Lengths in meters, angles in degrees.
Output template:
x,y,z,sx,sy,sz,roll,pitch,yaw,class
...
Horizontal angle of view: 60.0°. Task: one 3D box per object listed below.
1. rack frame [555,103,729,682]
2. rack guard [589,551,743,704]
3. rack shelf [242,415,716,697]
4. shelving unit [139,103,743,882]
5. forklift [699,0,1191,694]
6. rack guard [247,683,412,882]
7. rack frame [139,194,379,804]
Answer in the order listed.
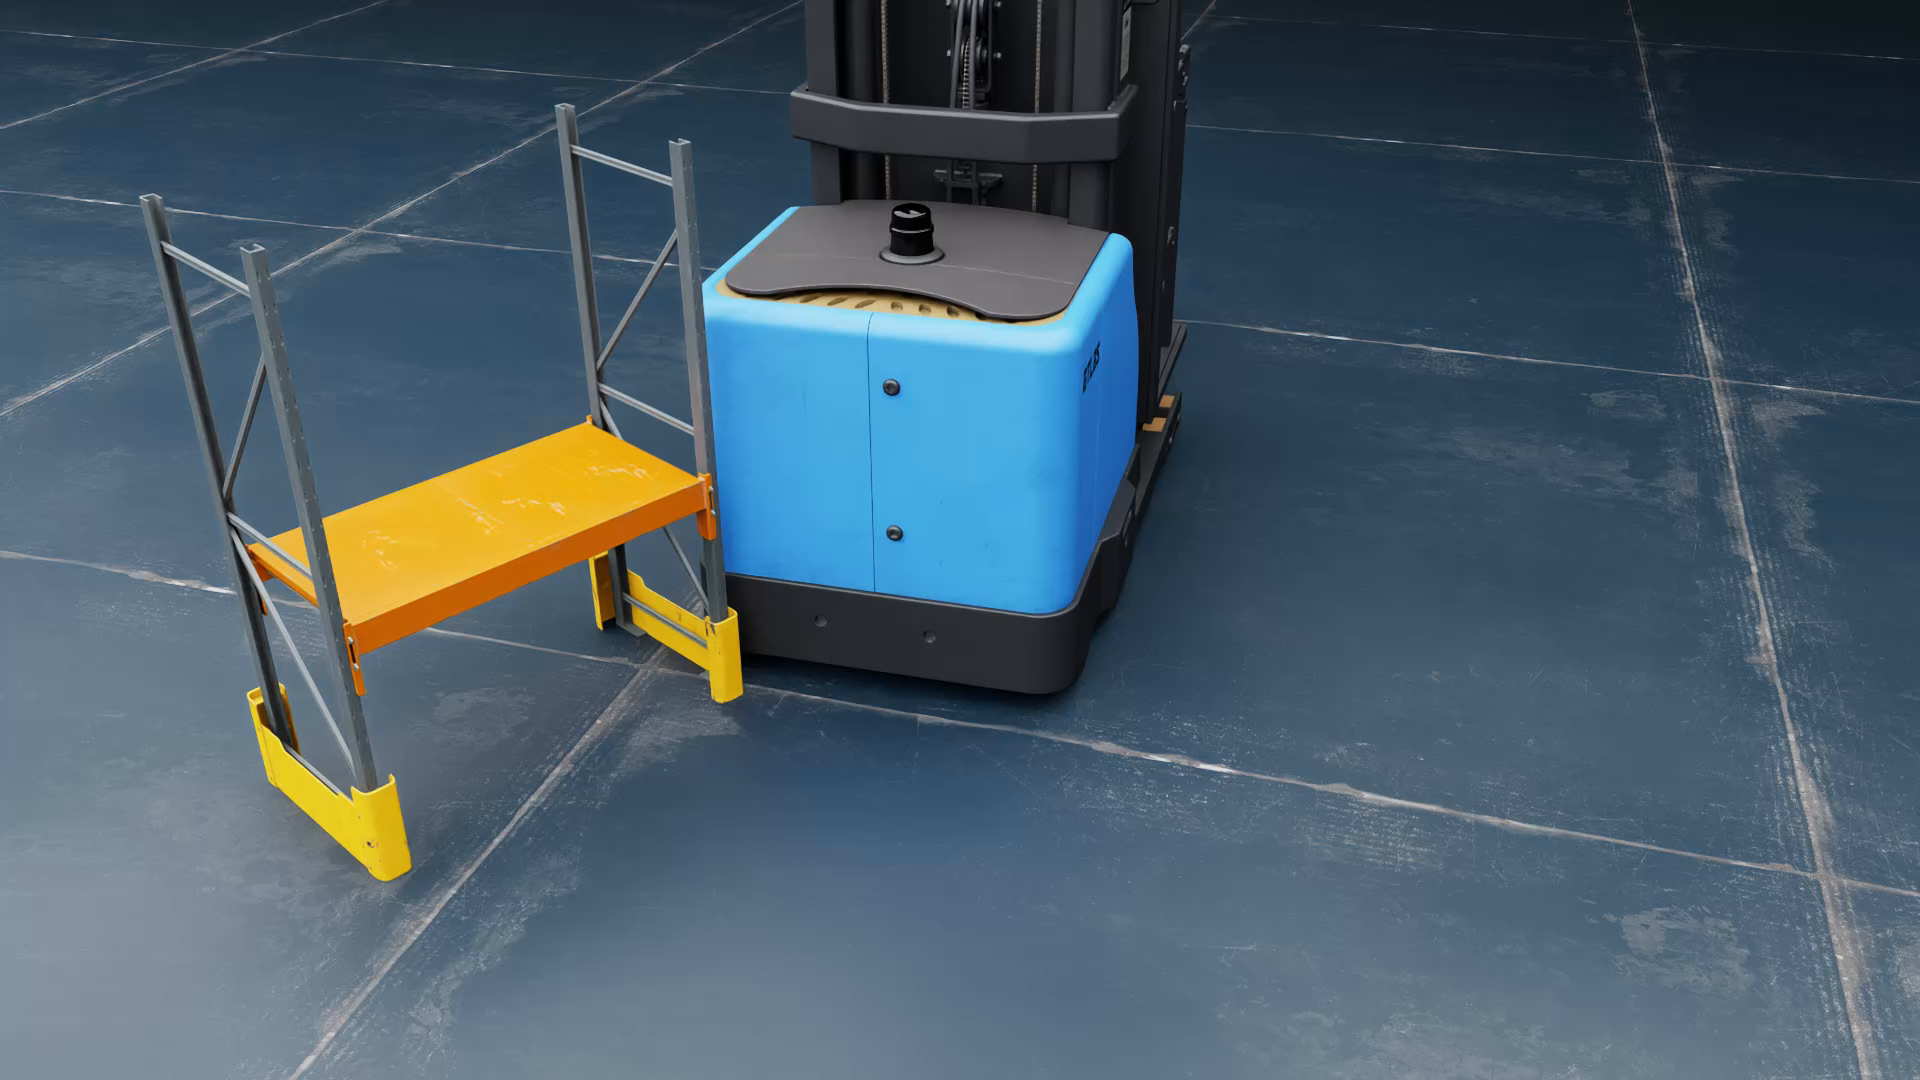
x,y,z,sx,sy,sz,roll,pitch,yaw,class
-0.805,-0.333,4.305,0.500,1.500,0.032,25,38,37,rack frame
-0.819,0.220,4.597,0.587,0.250,0.087,25,38,37,rack guard
-1.157,0.003,4.073,0.538,0.185,1.000,25,38,37,rack shelf
-1.164,-0.151,3.979,0.587,1.500,1.083,25,38,37,shelving unit
0.161,-1.577,5.069,1.130,2.935,3.031,7,30,13,forklift
-1.509,0.569,3.970,0.587,0.250,0.087,25,38,37,rack guard
-1.510,0.024,3.665,0.500,1.500,0.032,25,38,37,rack frame
